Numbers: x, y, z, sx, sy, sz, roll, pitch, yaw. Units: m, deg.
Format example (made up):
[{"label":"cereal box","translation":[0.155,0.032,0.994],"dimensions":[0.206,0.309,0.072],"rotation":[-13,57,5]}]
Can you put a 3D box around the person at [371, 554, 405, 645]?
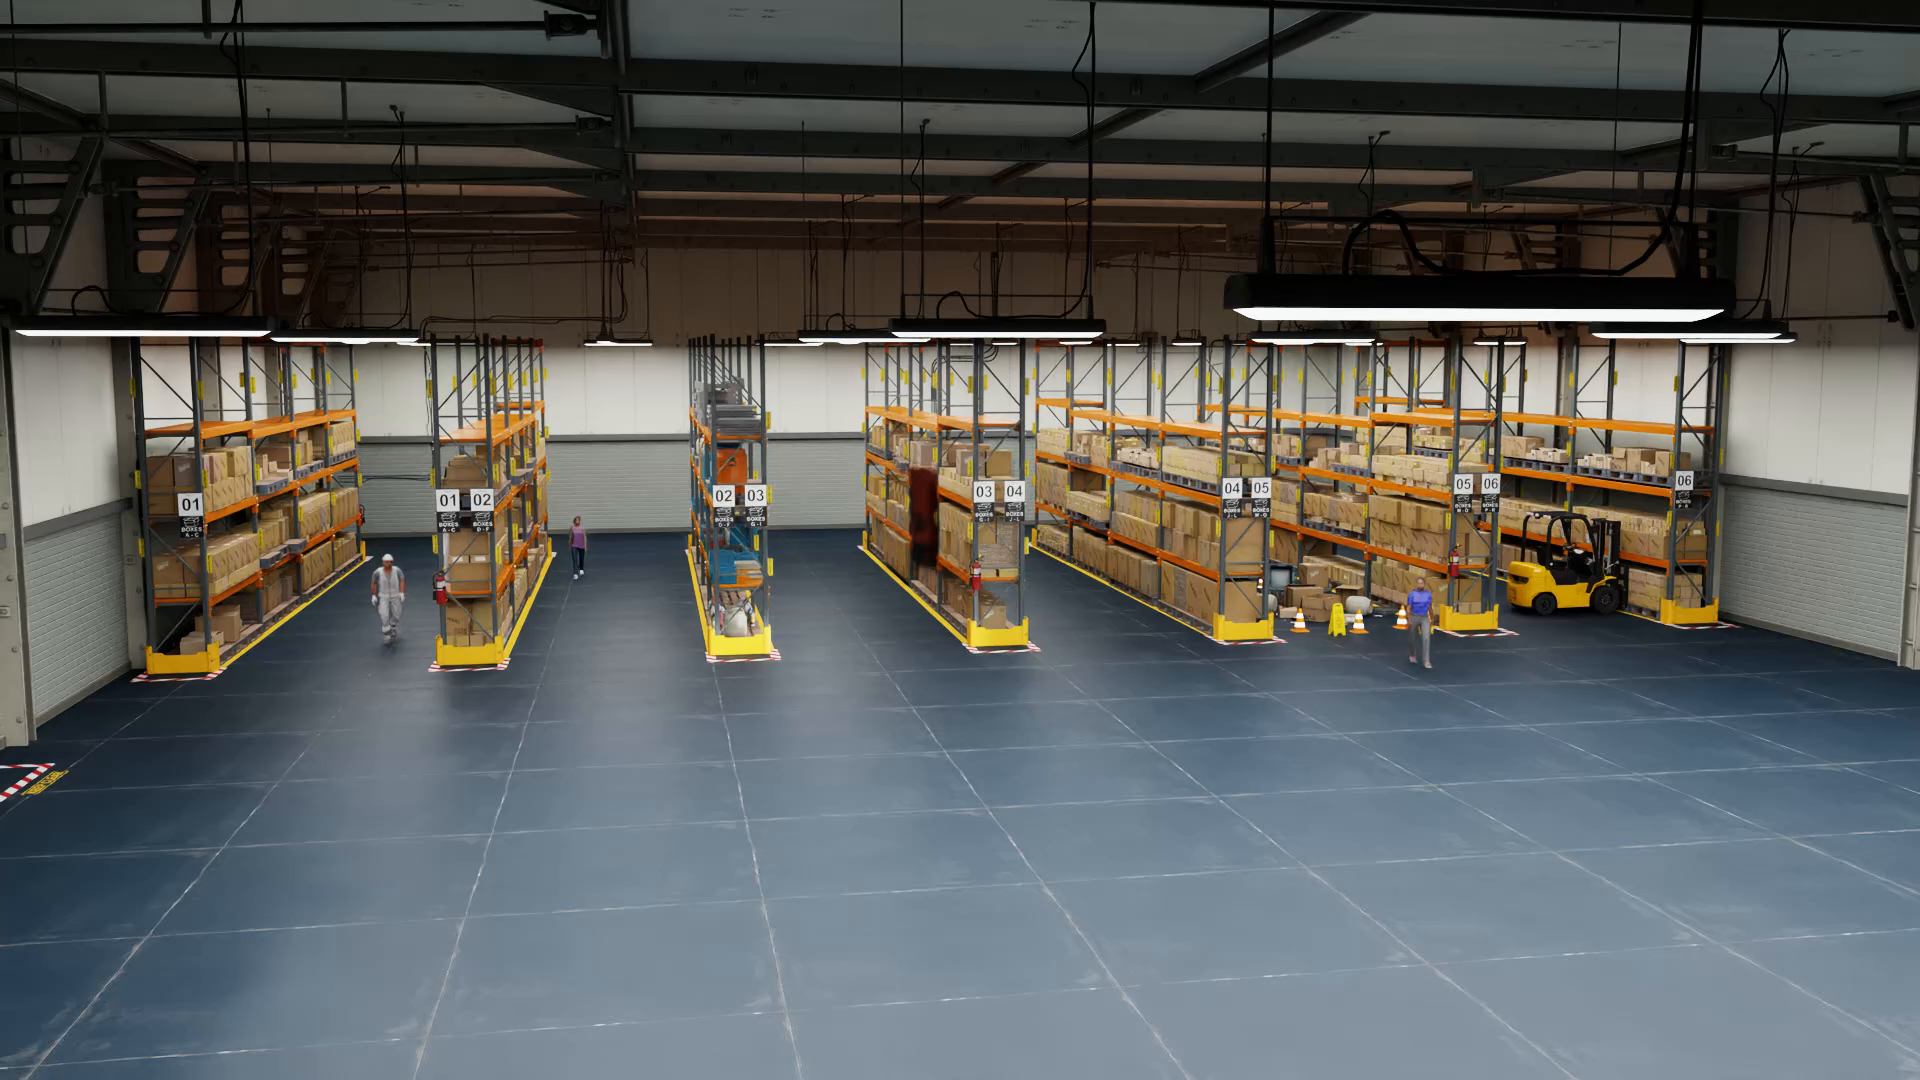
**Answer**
[{"label":"person","translation":[-11.199,1.130,32.547],"dimensions":[0.624,1.766,0.699],"rotation":[-3,7,-26]}]

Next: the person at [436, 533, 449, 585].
[{"label":"person","translation":[-12.403,0.212,40.405],"dimensions":[0.706,1.719,1.102],"rotation":[-1,7,-10]}]

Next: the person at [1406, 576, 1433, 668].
[{"label":"person","translation":[8.318,1.474,30.068],"dimensions":[0.484,1.593,0.948],"rotation":[1,7,13]}]

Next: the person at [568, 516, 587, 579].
[{"label":"person","translation":[-9.573,0.166,41.638],"dimensions":[0.446,1.540,0.972],"rotation":[-1,7,-13]}]
